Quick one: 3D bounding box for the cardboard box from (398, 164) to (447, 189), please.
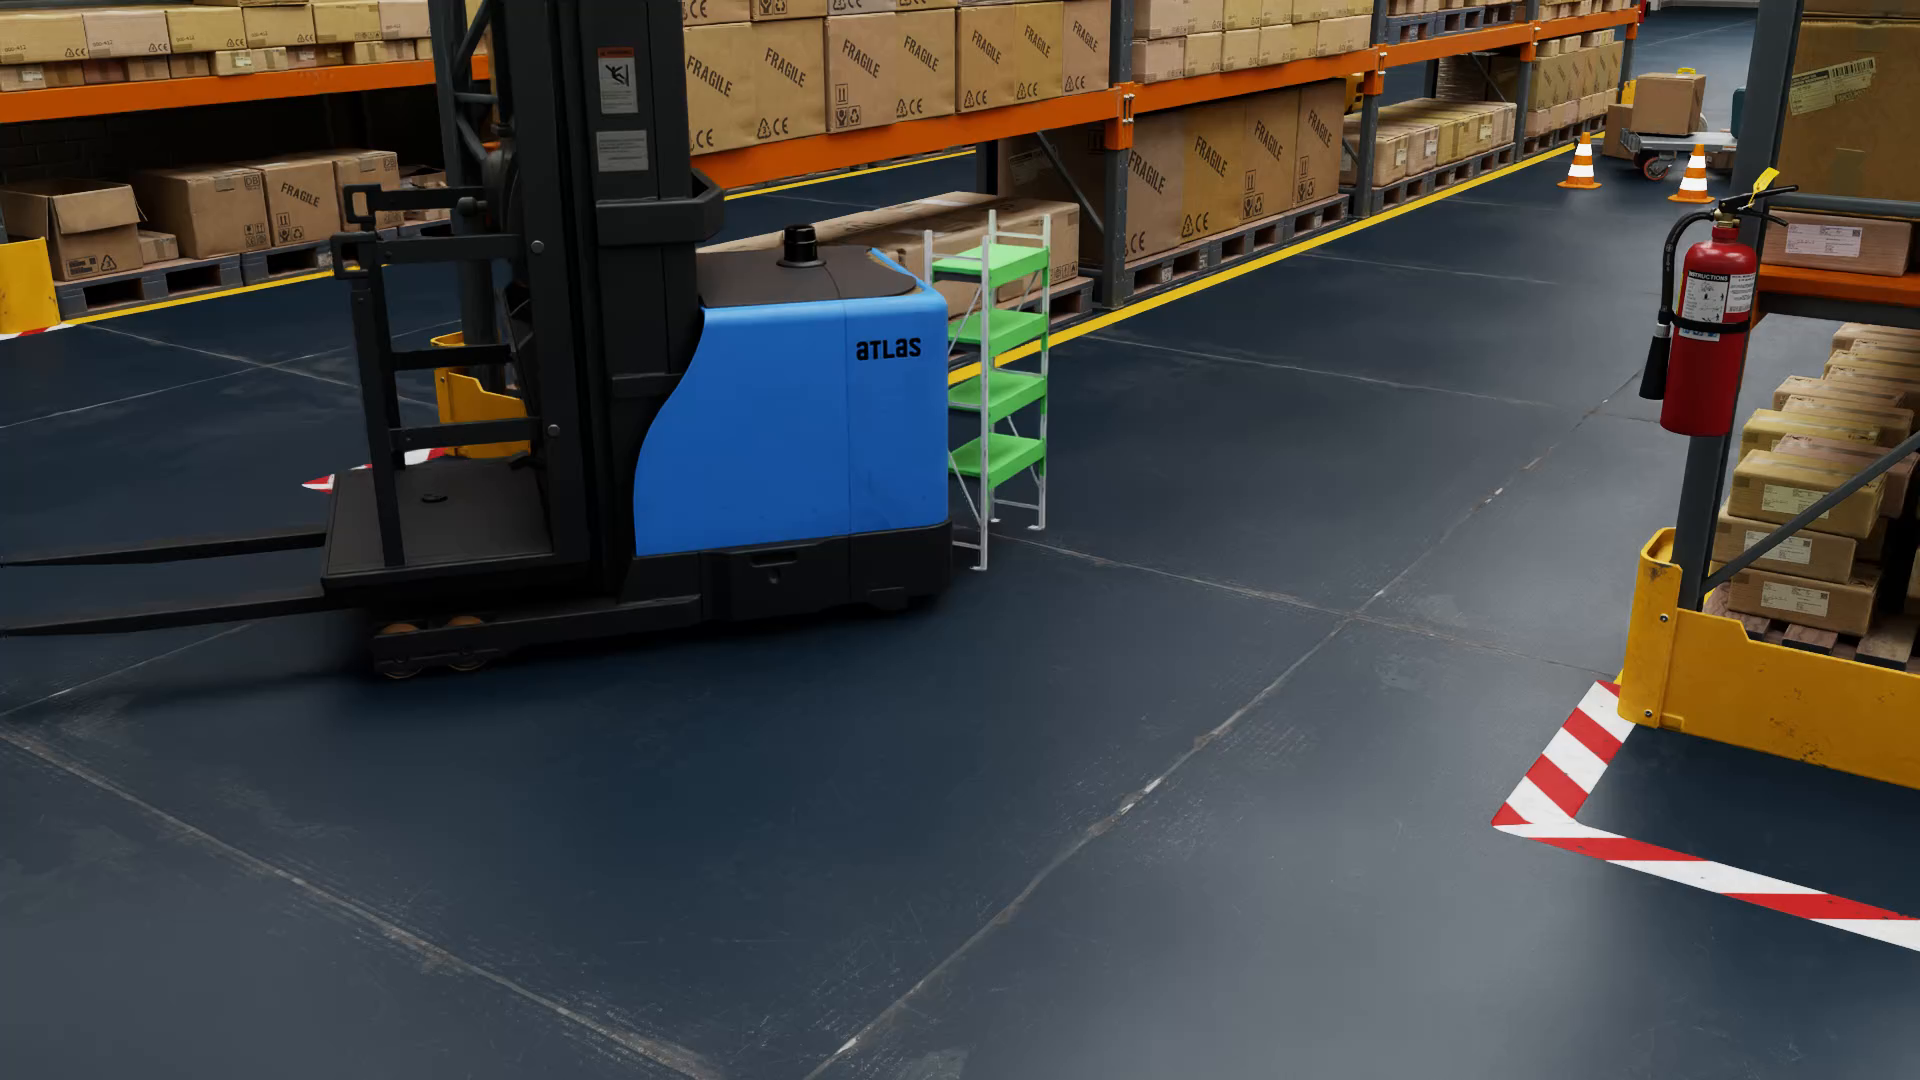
[{"bbox_3d":[-4.133,-2.644,12.360,0.500,0.311,0.500,14,25,34],"label":"cardboard box"}]

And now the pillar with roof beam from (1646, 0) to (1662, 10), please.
[{"bbox_3d":[22.467,-17.852,41.557,9.100,9.000,0.400,13,24,32],"label":"pillar with roof beam"}]

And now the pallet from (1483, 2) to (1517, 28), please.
[{"bbox_3d":[4.488,-4.899,15.462,1.003,0.211,1.213,13,24,32],"label":"pallet"}]

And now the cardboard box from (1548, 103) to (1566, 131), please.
[{"bbox_3d":[5.884,-4.359,17.085,0.500,0.250,0.500,15,25,35],"label":"cardboard box"}]

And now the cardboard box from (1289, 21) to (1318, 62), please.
[{"bbox_3d":[2.149,-3.475,11.553,0.500,0.250,0.500,13,24,31],"label":"cardboard box"}]

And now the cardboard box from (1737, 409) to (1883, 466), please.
[{"bbox_3d":[2.760,-0.301,5.401,0.380,0.149,0.250,13,24,31],"label":"cardboard box"}]

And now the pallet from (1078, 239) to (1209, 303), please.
[{"bbox_3d":[0.912,-1.813,10.862,1.003,0.211,1.213,13,24,32],"label":"pallet"}]

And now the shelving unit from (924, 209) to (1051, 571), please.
[{"bbox_3d":[0.102,-0.547,6.015,0.258,1.200,0.503,10,23,26],"label":"shelving unit"}]

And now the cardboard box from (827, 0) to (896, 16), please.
[{"bbox_3d":[-0.635,-2.634,7.476,0.500,0.500,0.500,13,24,31],"label":"cardboard box"}]

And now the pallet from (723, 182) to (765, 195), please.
[{"bbox_3d":[-2.455,-3.136,14.439,1.003,0.211,1.213,13,24,32],"label":"pallet"}]

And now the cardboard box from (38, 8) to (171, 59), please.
[{"bbox_3d":[-5.054,-2.996,9.827,0.500,0.250,0.500,14,24,32],"label":"cardboard box"}]

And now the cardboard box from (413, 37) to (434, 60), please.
[{"bbox_3d":[-3.791,-3.435,11.589,0.380,0.149,0.250,14,24,33],"label":"cardboard box"}]

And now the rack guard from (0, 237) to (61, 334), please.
[{"bbox_3d":[-5.772,-1.553,9.744,1.175,0.500,0.348,13,24,32],"label":"rack guard"}]

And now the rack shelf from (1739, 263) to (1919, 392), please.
[{"bbox_3d":[3.567,-1.037,5.782,1.077,0.370,4.000,13,24,32],"label":"rack shelf"}]

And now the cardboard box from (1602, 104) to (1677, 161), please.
[{"bbox_3d":[6.766,-4.051,16.492,0.500,0.500,0.500,-6,21,-15],"label":"cardboard box"}]

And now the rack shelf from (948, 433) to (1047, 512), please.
[{"bbox_3d":[0.102,-0.262,6.121,0.258,0.148,0.480,10,23,26],"label":"rack shelf"}]

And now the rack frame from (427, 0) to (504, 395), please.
[{"bbox_3d":[-1.708,-1.737,6.637,1.000,3.000,0.127,13,24,32],"label":"rack frame"}]

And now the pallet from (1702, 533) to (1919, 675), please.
[{"bbox_3d":[2.971,0.259,5.260,1.003,0.211,1.213,13,24,32],"label":"pallet"}]

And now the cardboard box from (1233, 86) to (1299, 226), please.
[{"bbox_3d":[1.827,-2.796,11.957,0.875,0.875,0.875,14,24,32],"label":"cardboard box"}]

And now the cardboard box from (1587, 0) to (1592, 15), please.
[{"bbox_3d":[6.326,-5.533,17.262,0.380,0.149,0.250,13,24,32],"label":"cardboard box"}]

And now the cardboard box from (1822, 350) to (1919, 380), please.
[{"bbox_3d":[3.427,-0.585,6.170,0.380,0.149,0.250,13,24,32],"label":"cardboard box"}]

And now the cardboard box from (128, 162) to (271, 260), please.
[{"bbox_3d":[-4.880,-2.123,10.679,0.700,0.500,0.500,14,25,34],"label":"cardboard box"}]

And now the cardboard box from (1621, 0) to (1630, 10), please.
[{"bbox_3d":[7.202,-5.967,18.434,0.380,0.149,0.250,13,24,31],"label":"cardboard box"}]

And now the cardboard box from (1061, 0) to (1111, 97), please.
[{"bbox_3d":[0.491,-2.749,9.228,0.500,0.500,0.500,14,24,32],"label":"cardboard box"}]

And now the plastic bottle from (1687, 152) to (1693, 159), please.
[{"bbox_3d":[7.314,-3.806,16.467,0.133,0.061,0.283,19,27,41],"label":"plastic bottle"}]

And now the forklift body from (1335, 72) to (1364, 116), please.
[{"bbox_3d":[3.622,-5.997,19.377,2.313,2.155,1.214,13,24,32],"label":"forklift body"}]

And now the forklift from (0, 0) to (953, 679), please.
[{"bbox_3d":[-1.601,-1.153,5.158,3.031,2.935,1.130,-6,21,-16],"label":"forklift"}]

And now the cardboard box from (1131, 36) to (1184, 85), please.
[{"bbox_3d":[1.006,-2.889,9.968,0.500,0.250,0.500,13,24,31],"label":"cardboard box"}]

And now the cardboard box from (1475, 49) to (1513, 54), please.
[{"bbox_3d":[5.433,-4.808,17.215,0.500,0.500,0.500,14,24,33],"label":"cardboard box"}]

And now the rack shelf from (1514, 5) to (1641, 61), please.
[{"bbox_3d":[6.162,-5.417,17.622,1.077,0.370,4.000,13,24,32],"label":"rack shelf"}]

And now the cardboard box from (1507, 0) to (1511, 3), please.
[{"bbox_3d":[4.814,-4.986,15.176,0.380,0.149,0.250,12,24,30],"label":"cardboard box"}]

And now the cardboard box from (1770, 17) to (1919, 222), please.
[{"bbox_3d":[2.483,-1.166,4.521,0.500,0.500,0.500,14,24,33],"label":"cardboard box"}]

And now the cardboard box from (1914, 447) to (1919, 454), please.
[{"bbox_3d":[3.441,-0.296,6.245,0.380,0.149,0.250,14,25,33],"label":"cardboard box"}]

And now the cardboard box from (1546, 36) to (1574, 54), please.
[{"bbox_3d":[6.000,-5.032,16.887,0.380,0.149,0.250,14,25,34],"label":"cardboard box"}]

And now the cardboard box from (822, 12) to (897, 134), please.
[{"bbox_3d":[-0.638,-2.159,7.633,0.500,0.500,0.500,13,24,32],"label":"cardboard box"}]

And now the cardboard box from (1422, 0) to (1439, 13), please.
[{"bbox_3d":[3.676,-4.388,13.559,0.380,0.149,0.250,13,24,32],"label":"cardboard box"}]

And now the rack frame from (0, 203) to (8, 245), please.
[{"bbox_3d":[-5.815,-2.704,9.251,1.000,3.000,0.127,13,24,32],"label":"rack frame"}]

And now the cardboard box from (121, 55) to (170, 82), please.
[{"bbox_3d":[-4.987,-2.852,10.013,0.380,0.149,0.250,14,25,33],"label":"cardboard box"}]

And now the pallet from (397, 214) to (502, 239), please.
[{"bbox_3d":[-3.953,-2.347,12.306,1.003,0.211,1.213,13,24,32],"label":"pallet"}]

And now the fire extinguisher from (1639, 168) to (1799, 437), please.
[{"bbox_3d":[1.919,-0.607,4.232,0.296,0.674,0.183,13,24,32],"label":"fire extinguisher"}]

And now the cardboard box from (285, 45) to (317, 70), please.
[{"bbox_3d":[-4.419,-3.154,10.830,0.380,0.149,0.250,13,24,32],"label":"cardboard box"}]

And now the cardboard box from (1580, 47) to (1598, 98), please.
[{"bbox_3d":[6.472,-5.012,17.769,0.500,0.500,0.500,13,24,31],"label":"cardboard box"}]

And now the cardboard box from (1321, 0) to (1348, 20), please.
[{"bbox_3d":[2.442,-3.860,11.873,0.500,0.250,0.500,13,24,30],"label":"cardboard box"}]

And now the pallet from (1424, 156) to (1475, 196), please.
[{"bbox_3d":[3.916,-3.297,14.874,1.003,0.211,1.213,13,24,32],"label":"pallet"}]

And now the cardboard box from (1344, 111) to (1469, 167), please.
[{"bbox_3d":[3.954,-3.587,14.821,0.950,0.372,0.625,14,25,34],"label":"cardboard box"}]

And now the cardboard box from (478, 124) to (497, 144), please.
[{"bbox_3d":[-3.535,-3.075,13.252,0.500,0.500,0.500,13,24,32],"label":"cardboard box"}]

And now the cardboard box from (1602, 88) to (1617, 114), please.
[{"bbox_3d":[7.041,-4.944,18.665,0.500,0.250,0.500,13,24,32],"label":"cardboard box"}]

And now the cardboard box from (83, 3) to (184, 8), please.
[{"bbox_3d":[-5.203,-3.246,10.503,0.500,0.250,0.500,14,25,33],"label":"cardboard box"}]

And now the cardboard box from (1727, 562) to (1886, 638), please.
[{"bbox_3d":[2.566,0.148,5.046,0.380,0.149,0.250,14,24,33],"label":"cardboard box"}]

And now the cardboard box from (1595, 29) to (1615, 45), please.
[{"bbox_3d":[6.901,-5.492,18.131,0.380,0.149,0.250,14,25,33],"label":"cardboard box"}]

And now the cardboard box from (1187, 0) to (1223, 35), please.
[{"bbox_3d":[1.291,-3.275,10.291,0.500,0.250,0.500,14,24,33],"label":"cardboard box"}]

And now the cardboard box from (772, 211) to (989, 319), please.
[{"bbox_3d":[-0.404,-1.464,8.986,0.875,0.438,0.875,12,24,30],"label":"cardboard box"}]

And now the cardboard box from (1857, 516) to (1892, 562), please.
[{"bbox_3d":[2.695,-0.072,5.210,0.380,0.149,0.250,13,24,31],"label":"cardboard box"}]

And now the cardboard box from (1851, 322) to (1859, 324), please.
[{"bbox_3d":[4.223,-0.906,7.466,0.380,0.149,0.250,15,25,34],"label":"cardboard box"}]

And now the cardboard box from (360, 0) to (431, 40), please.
[{"bbox_3d":[-3.921,-3.581,11.408,0.500,0.250,0.500,13,24,32],"label":"cardboard box"}]

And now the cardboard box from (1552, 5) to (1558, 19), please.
[{"bbox_3d":[5.703,-5.255,16.510,0.380,0.149,0.250,13,24,32],"label":"cardboard box"}]
